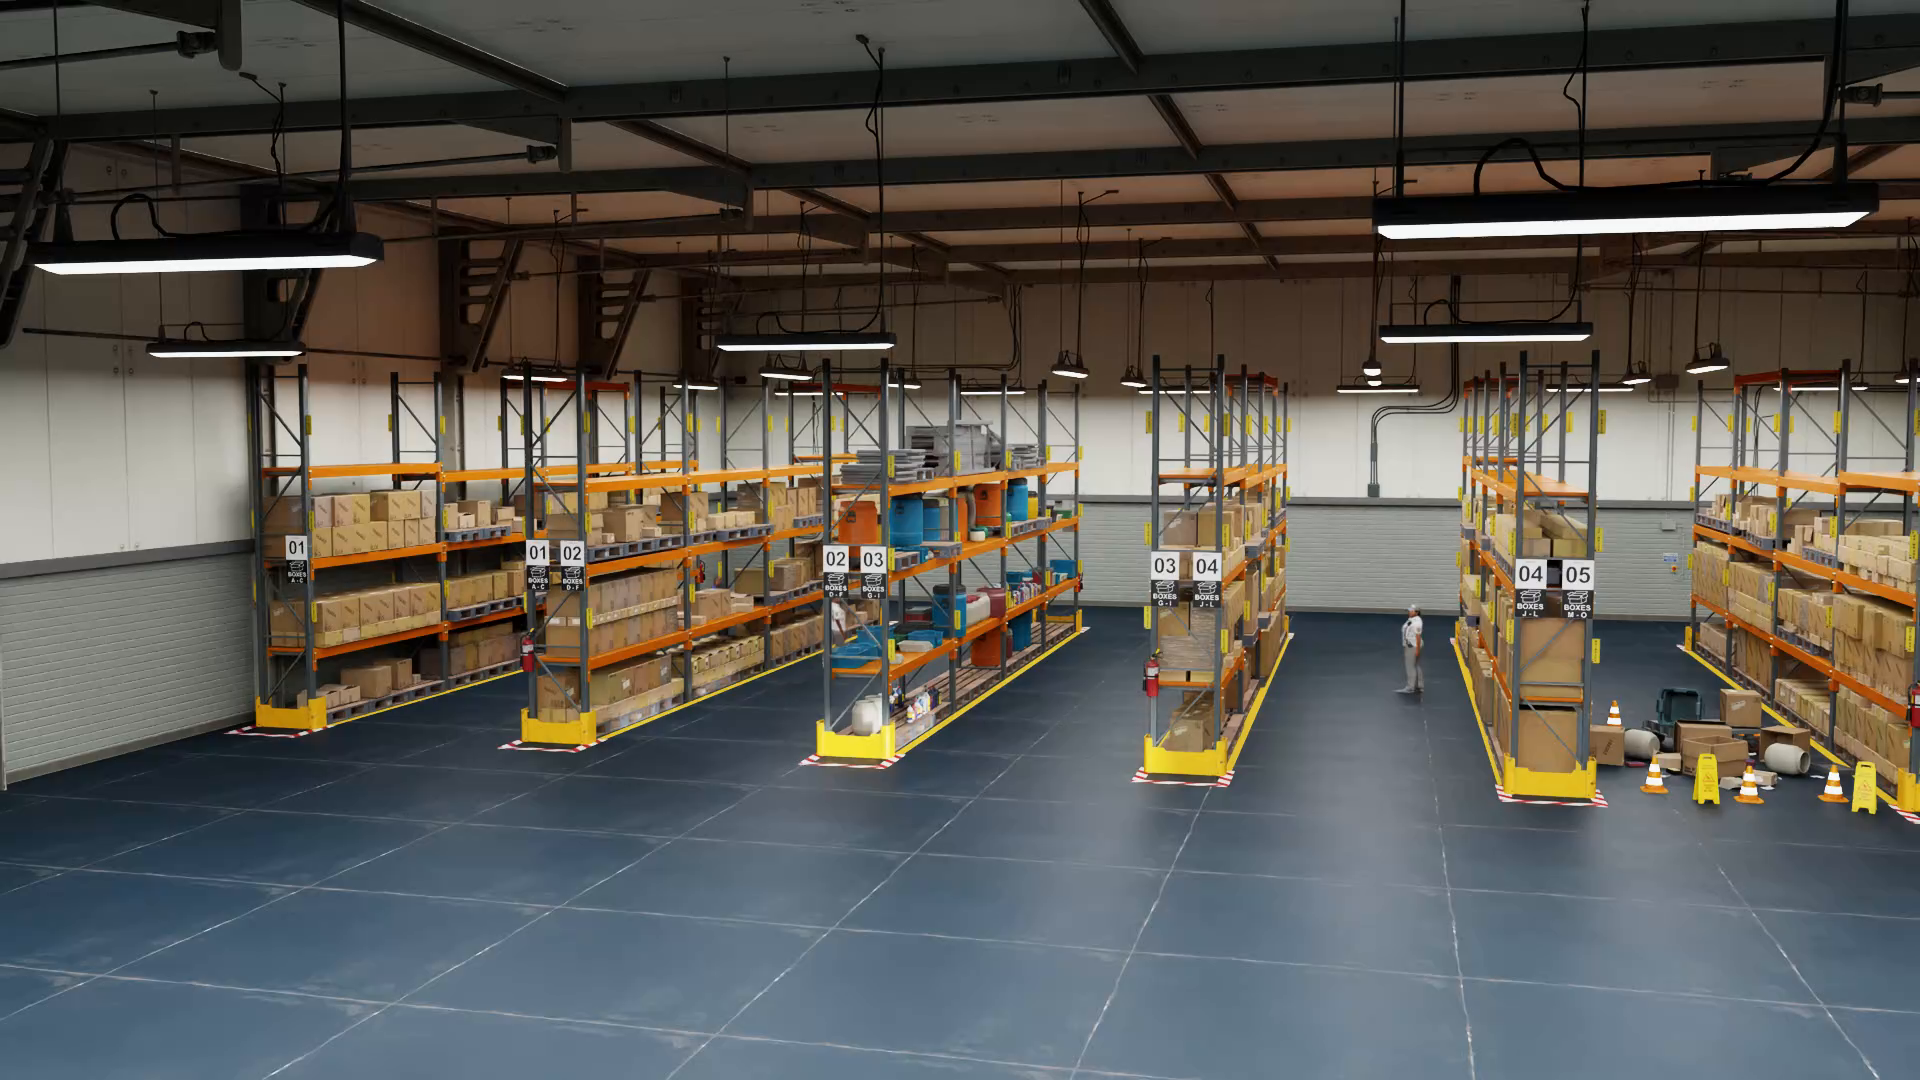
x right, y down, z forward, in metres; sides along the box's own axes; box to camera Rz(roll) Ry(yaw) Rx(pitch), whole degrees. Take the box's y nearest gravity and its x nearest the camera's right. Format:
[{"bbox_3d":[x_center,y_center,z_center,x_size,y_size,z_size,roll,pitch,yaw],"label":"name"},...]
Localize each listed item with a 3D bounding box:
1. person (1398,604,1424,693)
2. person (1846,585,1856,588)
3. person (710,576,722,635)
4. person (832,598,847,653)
[{"bbox_3d":[8.464,2.031,31.146,0.456,1.656,0.517,1,4,20],"label":"person"},{"bbox_3d":[20.295,1.547,37.785,0.516,1.669,0.484,1,4,9],"label":"person"},{"bbox_3d":[-5.459,1.619,37.384,0.407,1.611,0.928,1,4,20],"label":"person"},{"bbox_3d":[-2.447,1.847,33.256,0.461,1.668,0.485,-2,4,-26],"label":"person"}]
